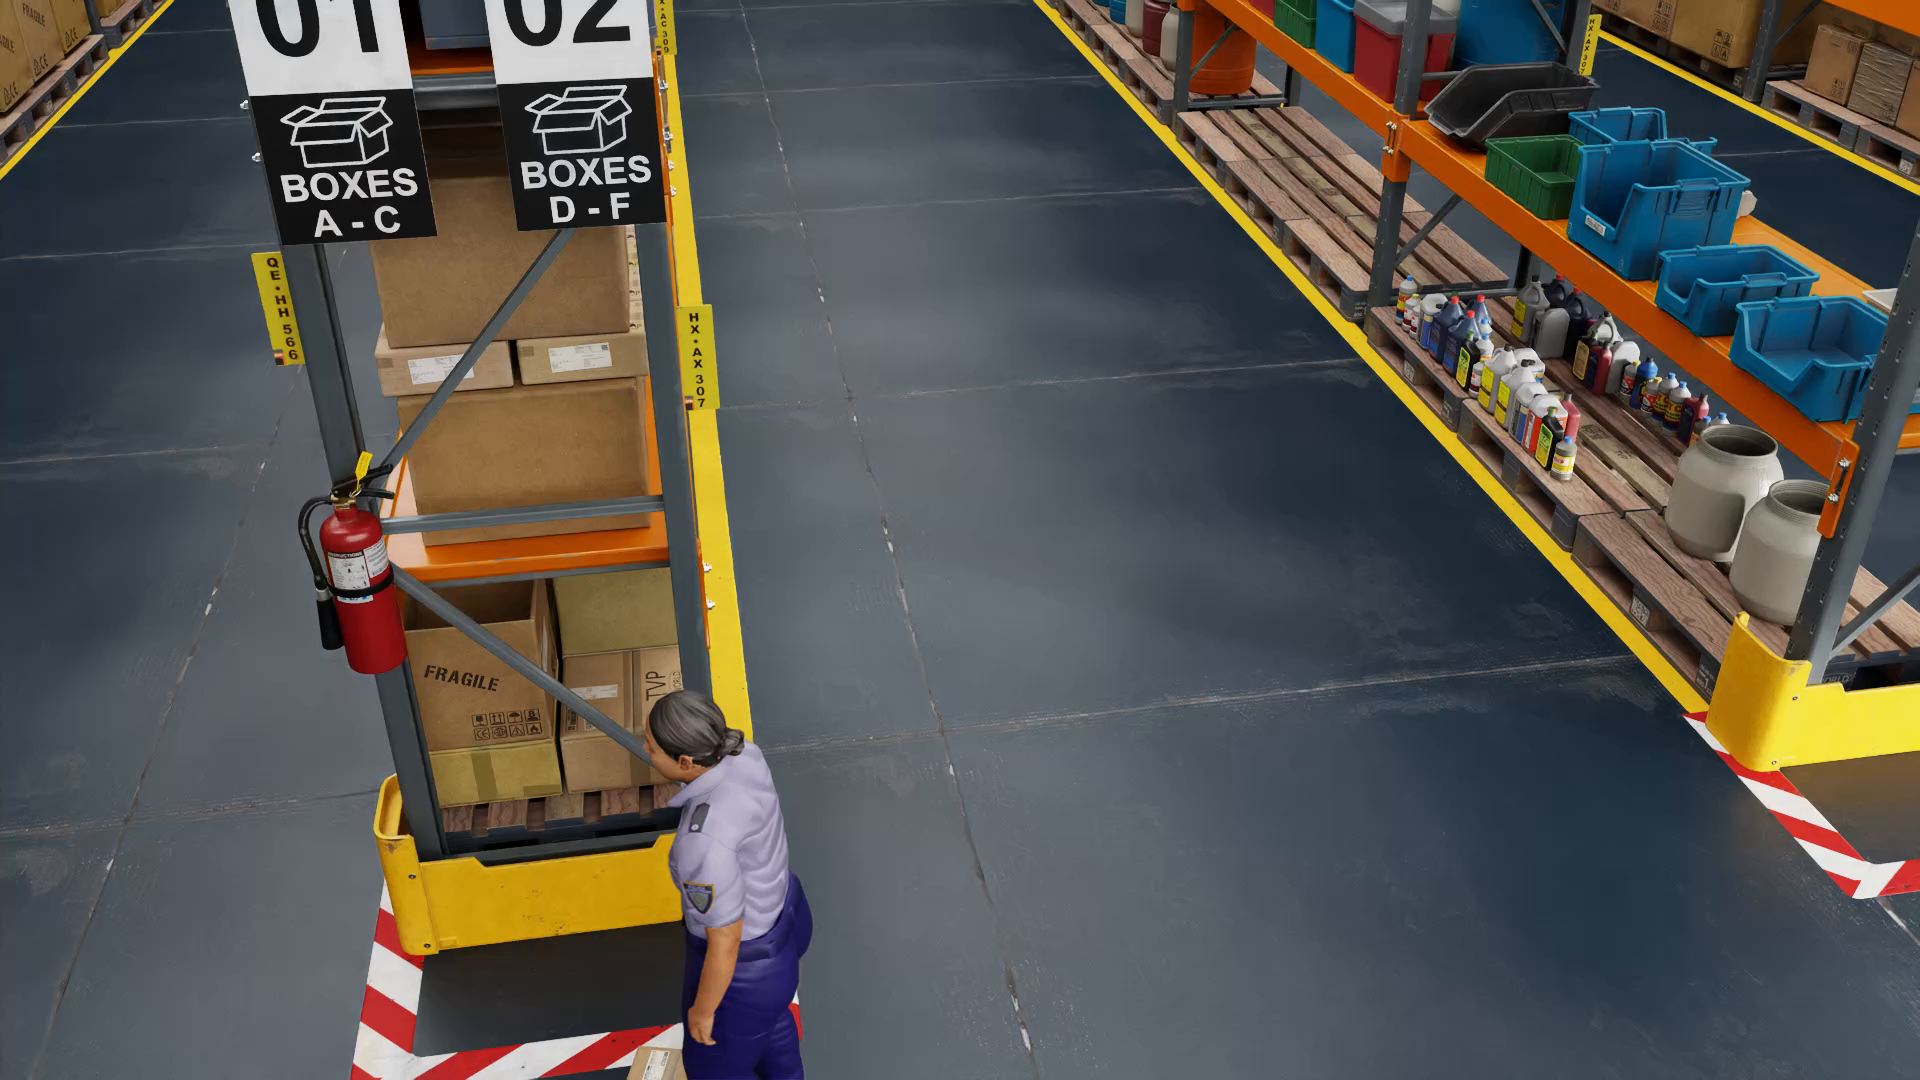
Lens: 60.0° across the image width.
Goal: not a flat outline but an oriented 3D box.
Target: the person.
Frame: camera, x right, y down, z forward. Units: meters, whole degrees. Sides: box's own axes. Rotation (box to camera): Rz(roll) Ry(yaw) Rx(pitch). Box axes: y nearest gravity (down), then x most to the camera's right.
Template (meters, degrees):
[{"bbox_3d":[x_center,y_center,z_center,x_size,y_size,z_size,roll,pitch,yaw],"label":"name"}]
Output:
[{"bbox_3d":[-0.586,1.059,4.367,0.368,1.652,0.564,4,31,6],"label":"person"}]
